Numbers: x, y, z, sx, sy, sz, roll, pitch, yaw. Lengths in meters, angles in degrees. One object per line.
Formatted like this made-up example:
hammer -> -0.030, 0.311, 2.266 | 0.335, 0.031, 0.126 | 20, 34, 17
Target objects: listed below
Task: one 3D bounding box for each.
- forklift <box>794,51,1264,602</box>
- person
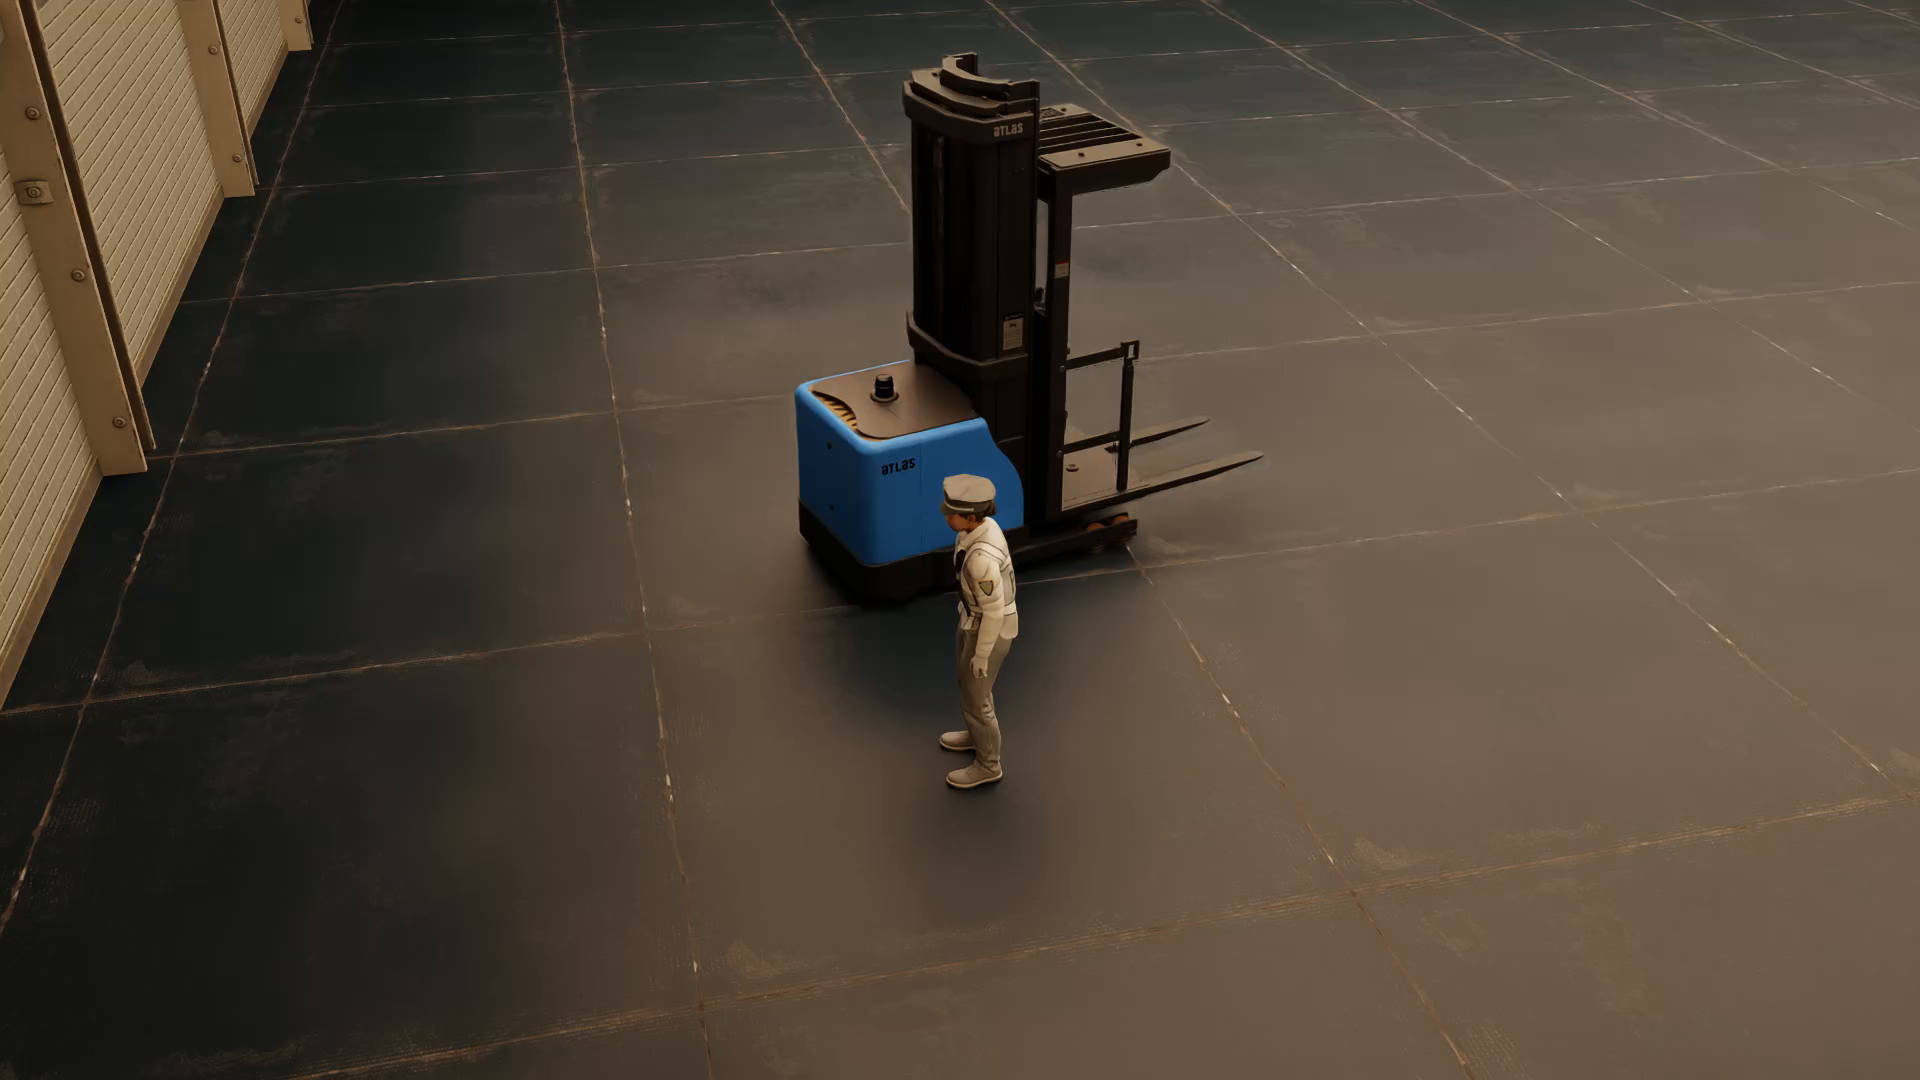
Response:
forklift -> 0.532, -1.422, 10.031 | 3.031, 2.935, 1.130 | -15, 33, -25
person -> 0.089, 0.441, 8.082 | 0.376, 1.662, 0.530 | -3, 30, -5
